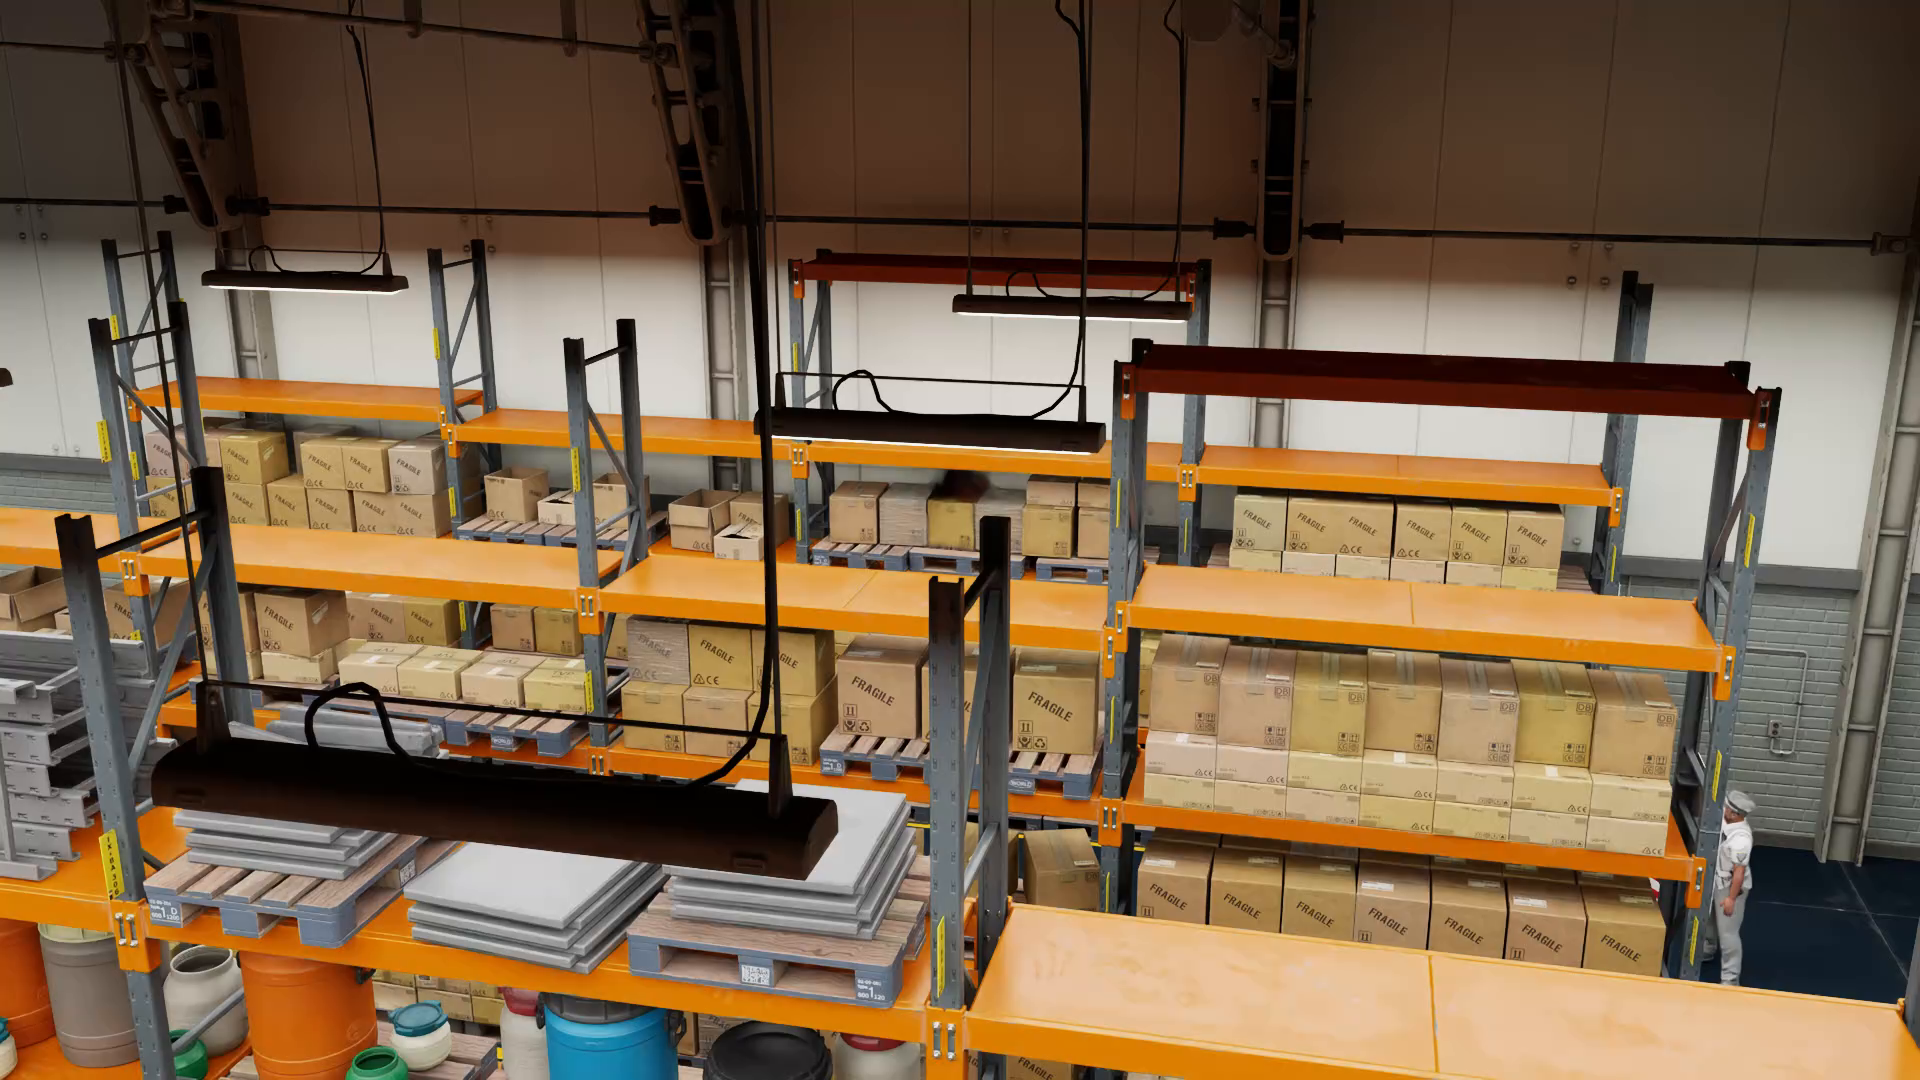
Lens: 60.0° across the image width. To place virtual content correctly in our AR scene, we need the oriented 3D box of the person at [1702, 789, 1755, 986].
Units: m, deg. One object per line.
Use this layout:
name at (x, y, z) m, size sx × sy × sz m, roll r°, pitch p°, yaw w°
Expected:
person at (6.780, 3.084, 14.698) m, size 0.466 × 1.778 × 0.732 m, roll -2°, pitch 16°, yaw -7°
